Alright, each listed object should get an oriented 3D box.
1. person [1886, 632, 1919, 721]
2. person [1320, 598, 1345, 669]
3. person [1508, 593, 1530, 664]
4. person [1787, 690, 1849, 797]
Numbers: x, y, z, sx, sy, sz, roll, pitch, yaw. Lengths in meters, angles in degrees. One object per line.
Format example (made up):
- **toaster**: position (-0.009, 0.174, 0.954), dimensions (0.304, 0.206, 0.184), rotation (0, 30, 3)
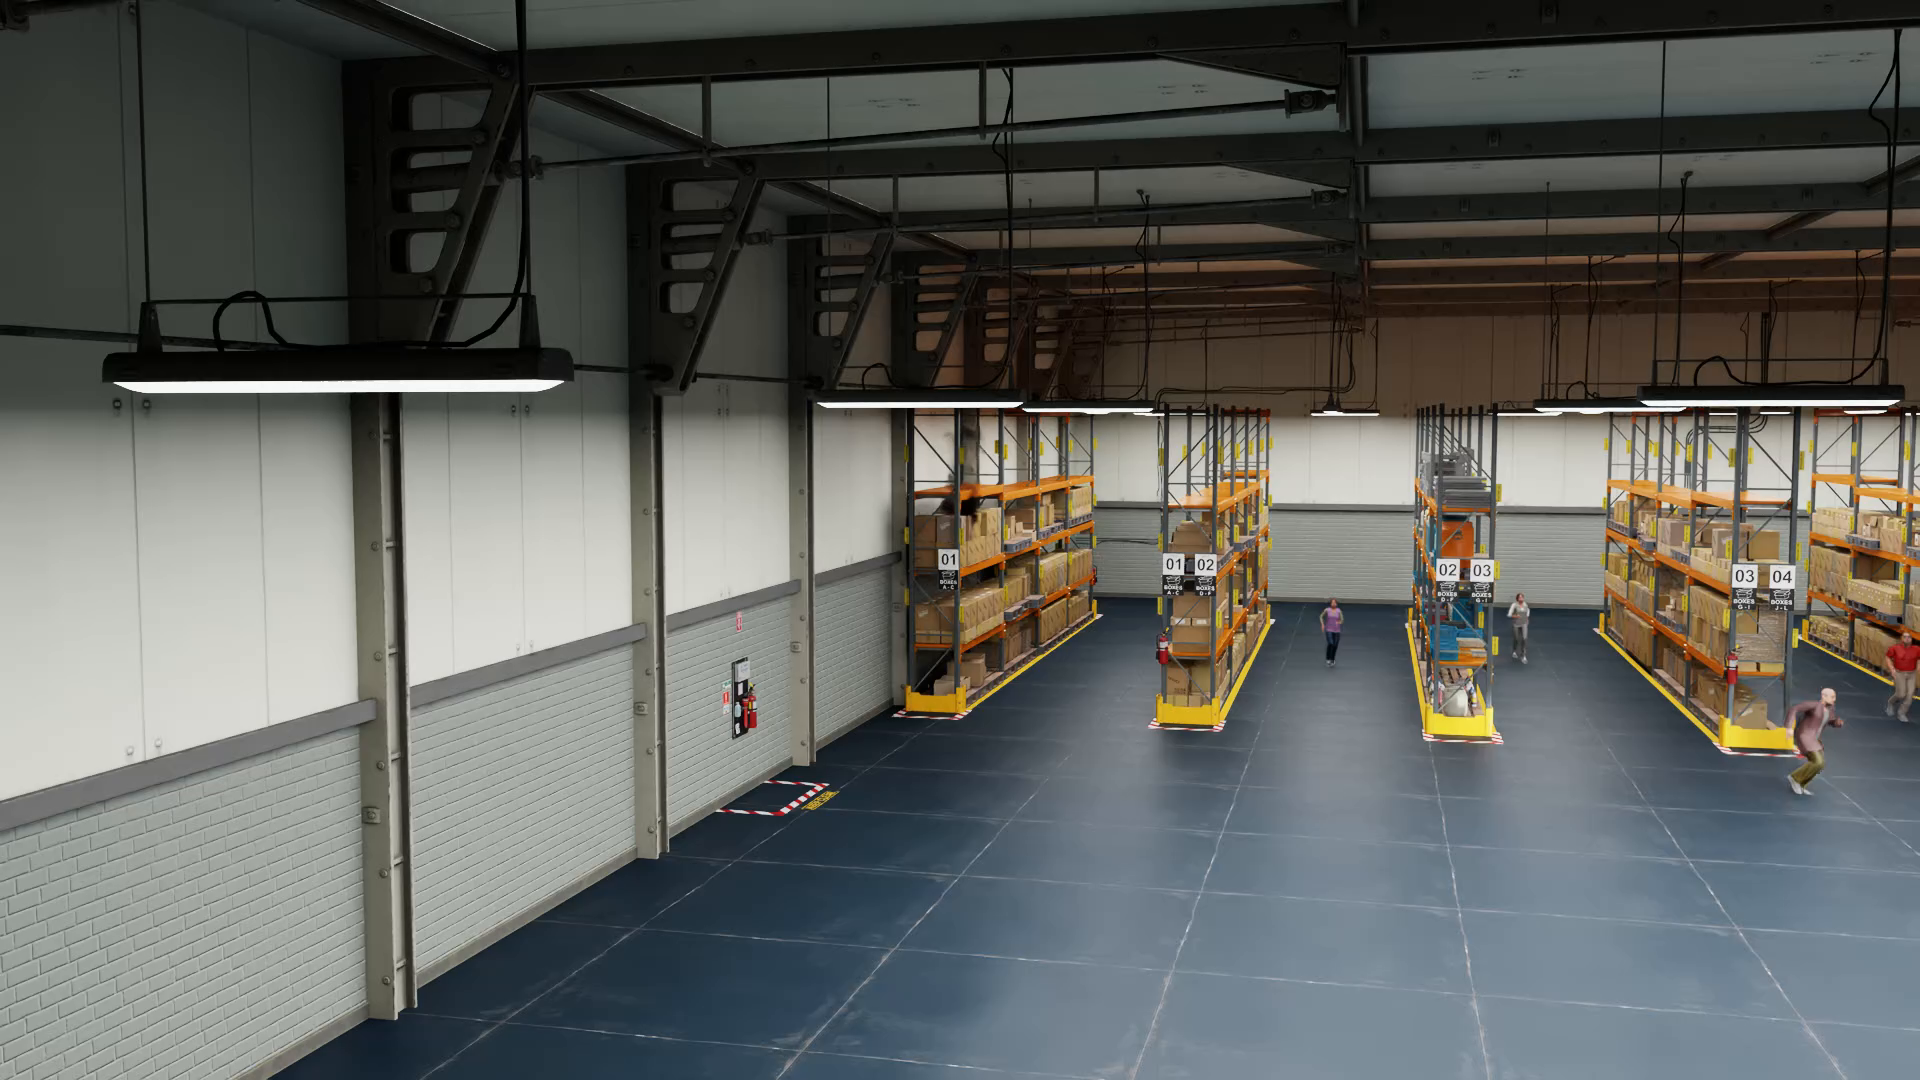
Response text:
- **person**: position (17.904, 2.588, 31.422), dimensions (0.643, 1.694, 0.606), rotation (1, 4, 14)
- **person**: position (8.580, 2.138, 38.279), dimensions (0.503, 1.627, 0.691), rotation (0, 4, 0)
- **person**: position (13.176, 2.058, 39.157), dimensions (0.542, 1.597, 0.868), rotation (0, 4, 5)
- **person**: position (13.033, 3.146, 25.292), dimensions (0.783, 1.559, 0.869), rotation (-3, 5, -35)
